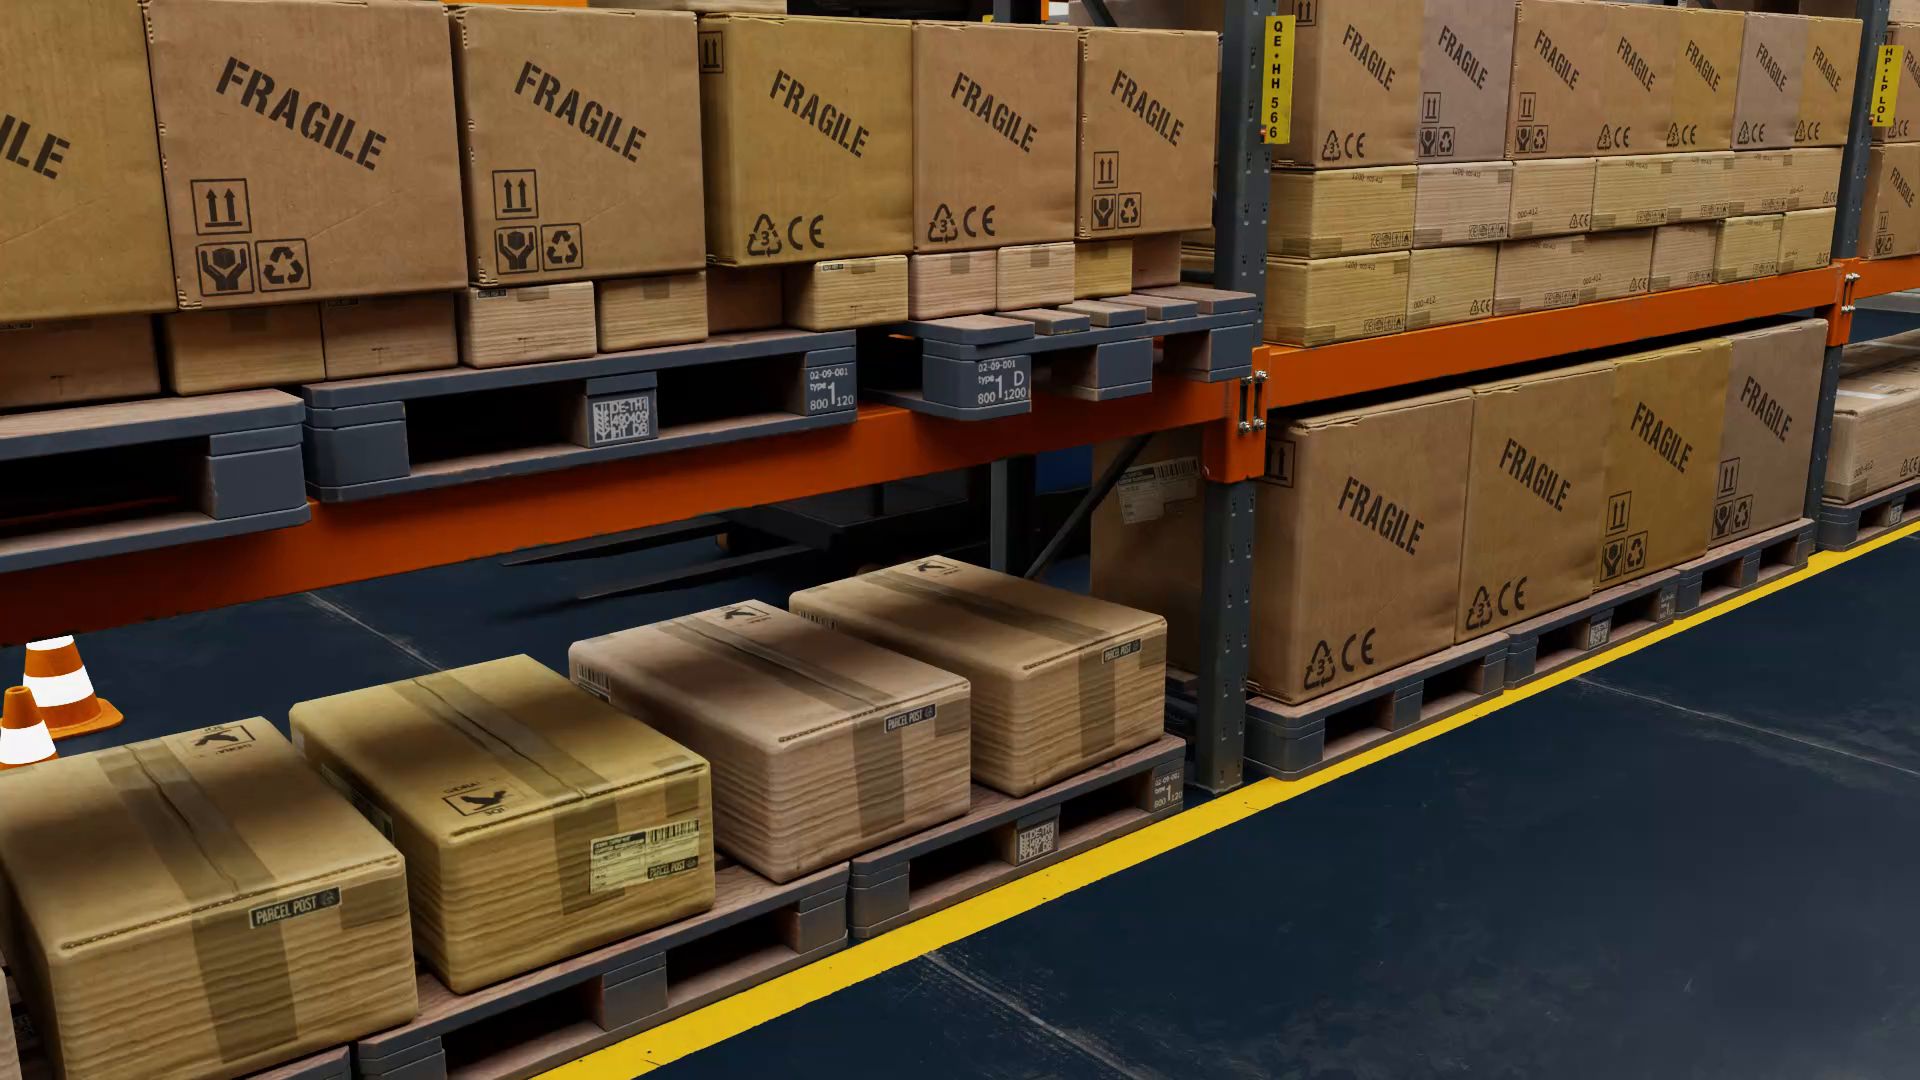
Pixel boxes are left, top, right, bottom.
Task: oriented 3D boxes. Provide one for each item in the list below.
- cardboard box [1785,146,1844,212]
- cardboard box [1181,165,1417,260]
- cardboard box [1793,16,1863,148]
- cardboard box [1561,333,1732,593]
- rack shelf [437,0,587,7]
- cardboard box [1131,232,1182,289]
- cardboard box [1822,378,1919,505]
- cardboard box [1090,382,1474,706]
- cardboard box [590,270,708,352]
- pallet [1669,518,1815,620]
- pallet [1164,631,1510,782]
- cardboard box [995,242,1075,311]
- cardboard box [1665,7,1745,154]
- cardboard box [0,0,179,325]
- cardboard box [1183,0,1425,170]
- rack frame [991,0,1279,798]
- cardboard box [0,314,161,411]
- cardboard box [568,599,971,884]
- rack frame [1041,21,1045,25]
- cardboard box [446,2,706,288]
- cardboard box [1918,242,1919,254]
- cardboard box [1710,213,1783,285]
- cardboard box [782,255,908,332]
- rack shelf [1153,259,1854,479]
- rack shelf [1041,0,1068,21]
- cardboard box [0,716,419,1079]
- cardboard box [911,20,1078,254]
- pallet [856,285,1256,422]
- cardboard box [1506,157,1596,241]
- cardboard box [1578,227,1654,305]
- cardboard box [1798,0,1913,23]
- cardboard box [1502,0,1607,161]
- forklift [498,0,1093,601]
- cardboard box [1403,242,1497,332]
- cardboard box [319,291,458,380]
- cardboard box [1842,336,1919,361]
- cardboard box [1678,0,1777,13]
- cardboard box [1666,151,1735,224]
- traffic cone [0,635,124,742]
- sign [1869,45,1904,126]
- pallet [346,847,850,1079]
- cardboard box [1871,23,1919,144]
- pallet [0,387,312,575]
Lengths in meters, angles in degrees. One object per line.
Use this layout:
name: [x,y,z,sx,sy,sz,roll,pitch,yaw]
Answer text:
cardboard box: [3.317,-1.521,6.953,0.500,0.250,0.500,-13,20,-39]
cardboard box: [1.017,-1.003,5.014,0.500,0.250,0.500,-13,20,-40]
cardboard box: [3.317,-1.880,6.846,0.500,0.500,0.500,-12,19,-38]
cardboard box: [2.398,-0.375,6.645,0.875,0.875,0.875,-12,19,-38]
rack shelf: [-4.524,-4.166,13.115,4.000,0.370,1.077,-13,19,-39]
cardboard box: [0.379,-0.776,4.517,0.250,0.149,0.380,-12,19,-37]
cardboard box: [4.034,-0.524,8.051,0.875,0.438,0.875,-13,20,-40]
cardboard box: [1.048,-0.073,5.515,0.875,0.875,0.875,-13,20,-40]
cardboard box: [-0.738,-0.498,3.476,0.250,0.149,0.380,-13,20,-41]
pallet: [2.957,0.019,7.270,1.213,0.211,1.003,-13,19,-39]
pallet: [1.116,0.432,5.723,1.213,0.211,1.003,-13,19,-39]
cardboard box: [0.064,-0.665,4.101,0.250,0.149,0.380,-13,20,-40]
cardboard box: [2.537,-1.709,6.206,0.500,0.500,0.500,-12,19,-38]
cardboard box: [-1.626,-0.622,2.682,0.500,0.500,0.500,-13,19,-39]
cardboard box: [1.005,-1.363,4.910,0.500,0.500,0.500,-14,20,-41]
rack frame: [0.472,-0.796,4.918,0.127,3.000,1.000,-13,19,-39]
cardboard box: [-1.563,-0.336,2.867,0.250,0.149,0.380,-11,19,-36]
cardboard box: [-0.512,0.491,4.378,0.625,0.372,0.950,-13,20,-40]
rack frame: [0.164,-2.420,10.998,0.127,3.000,1.000,-13,19,-39]
cardboard box: [-0.864,-0.792,3.319,0.500,0.500,0.500,-14,20,-42]
cardboard box: [4.398,-1.635,7.865,0.500,0.500,0.500,-12,19,-39]
cardboard box: [2.932,-1.190,6.684,0.500,0.250,0.500,-13,20,-40]
cardboard box: [-0.330,-0.575,3.763,0.250,0.149,0.380,-12,19,-38]
rack shelf: [1.981,-0.787,6.279,4.000,0.370,1.077,-13,19,-39]
rack shelf: [1.673,-3.861,11.972,4.000,0.370,1.077,-13,19,-39]
cardboard box: [-1.611,0.736,3.459,0.625,0.372,0.950,-11,19,-36]
cardboard box: [-0.071,-0.970,3.986,0.500,0.500,0.500,-13,20,-40]
pallet: [0.004,-0.562,4.413,1.003,0.211,1.213,-13,19,-39]
cardboard box: [1.791,-1.172,5.648,0.500,0.250,0.500,-13,20,-40]
cardboard box: [2.152,-1.020,6.047,0.500,0.250,0.500,-13,19,-39]
cardboard box: [3.898,-2.321,7.240,0.250,0.149,0.380,-13,20,-40]
cardboard box: [1.773,-1.534,5.549,0.500,0.500,0.500,-12,19,-38]
forklift: [-0.471,-1.308,6.968,3.031,2.935,1.130,-13,20,-40]
cardboard box: [1.382,-0.848,5.403,0.500,0.250,0.500,-13,20,-41]
cardboard box: [-1.154,-0.413,3.155,0.250,0.149,0.380,-12,19,-39]
cardboard box: [5.390,-0.828,9.190,0.875,0.438,0.875,-12,19,-38]
cardboard box: [3.513,-2.433,7.656,0.250,0.149,0.380,-13,20,-40]
cardboard box: [2.558,-1.346,6.297,0.500,0.250,0.500,-12,19,-38]
traffic cone: [-2.967,0.381,5.428,0.334,0.463,0.336,-13,19,-39]
sign: [3.853,-1.891,6.926,0.005,0.325,0.100,-13,19,-39]
pallet: [-1.038,0.889,4.013,1.213,0.211,1.003,-13,19,-39]
cardboard box: [4.008,-2.039,7.438,0.500,0.500,0.500,-12,19,-39]
pallet: [-1.873,-0.127,2.784,1.213,0.211,1.003,-13,19,-39]
